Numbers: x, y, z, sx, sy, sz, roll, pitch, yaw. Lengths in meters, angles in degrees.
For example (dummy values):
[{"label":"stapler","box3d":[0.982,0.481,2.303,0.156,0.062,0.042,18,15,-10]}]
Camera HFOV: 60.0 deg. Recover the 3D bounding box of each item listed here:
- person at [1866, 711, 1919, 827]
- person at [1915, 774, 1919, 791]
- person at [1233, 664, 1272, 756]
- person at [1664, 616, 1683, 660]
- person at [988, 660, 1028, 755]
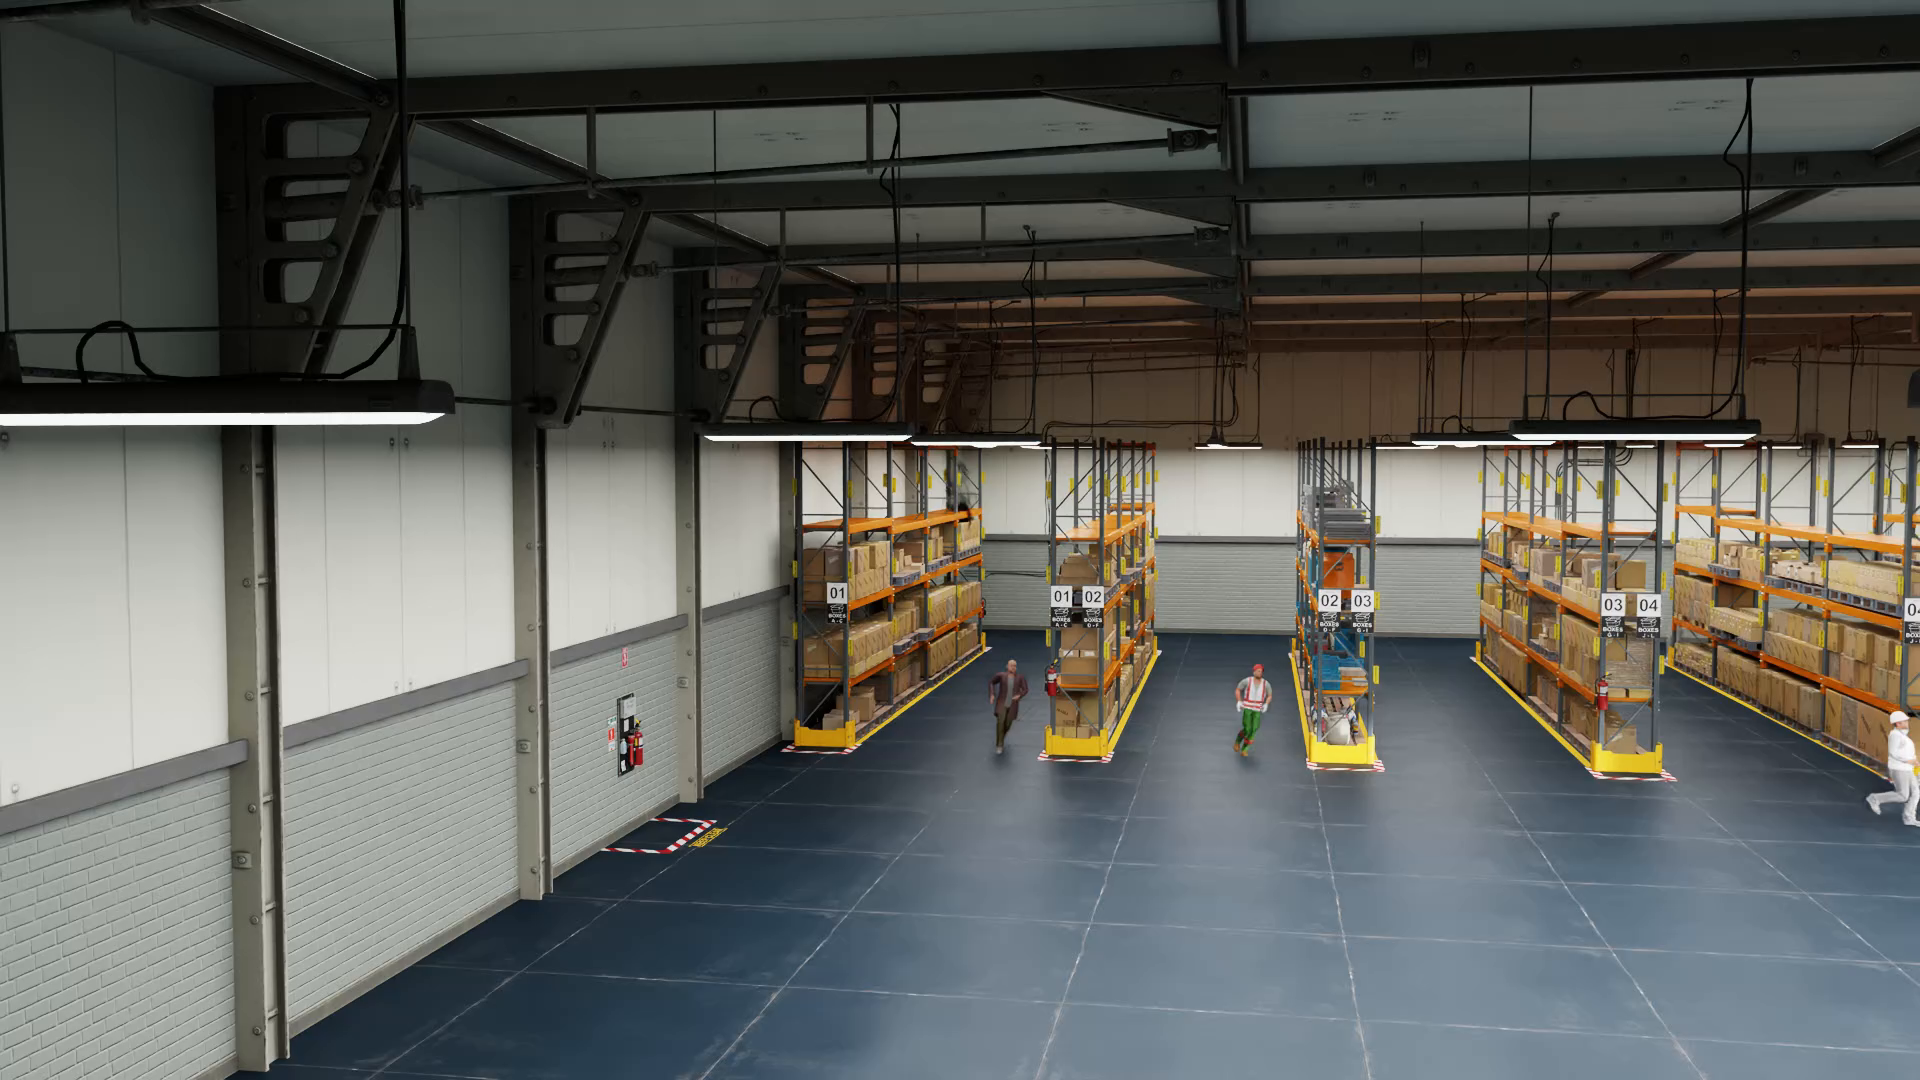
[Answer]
[{"label":"person","box3d":[14.406,3.503,25.541,0.806,1.754,0.661,2,4,39]},{"label":"person","box3d":[16.071,3.409,27.378,0.691,1.743,0.592,-2,4,-31]},{"label":"person","box3d":[5.536,3.197,31.311,0.703,1.727,0.558,0,3,-3]},{"label":"person","box3d":[19.742,2.506,45.683,0.787,1.674,0.601,0,3,2]},{"label":"person","box3d":[0.926,3.270,31.881,0.760,1.572,0.944,0,3,-5]}]
